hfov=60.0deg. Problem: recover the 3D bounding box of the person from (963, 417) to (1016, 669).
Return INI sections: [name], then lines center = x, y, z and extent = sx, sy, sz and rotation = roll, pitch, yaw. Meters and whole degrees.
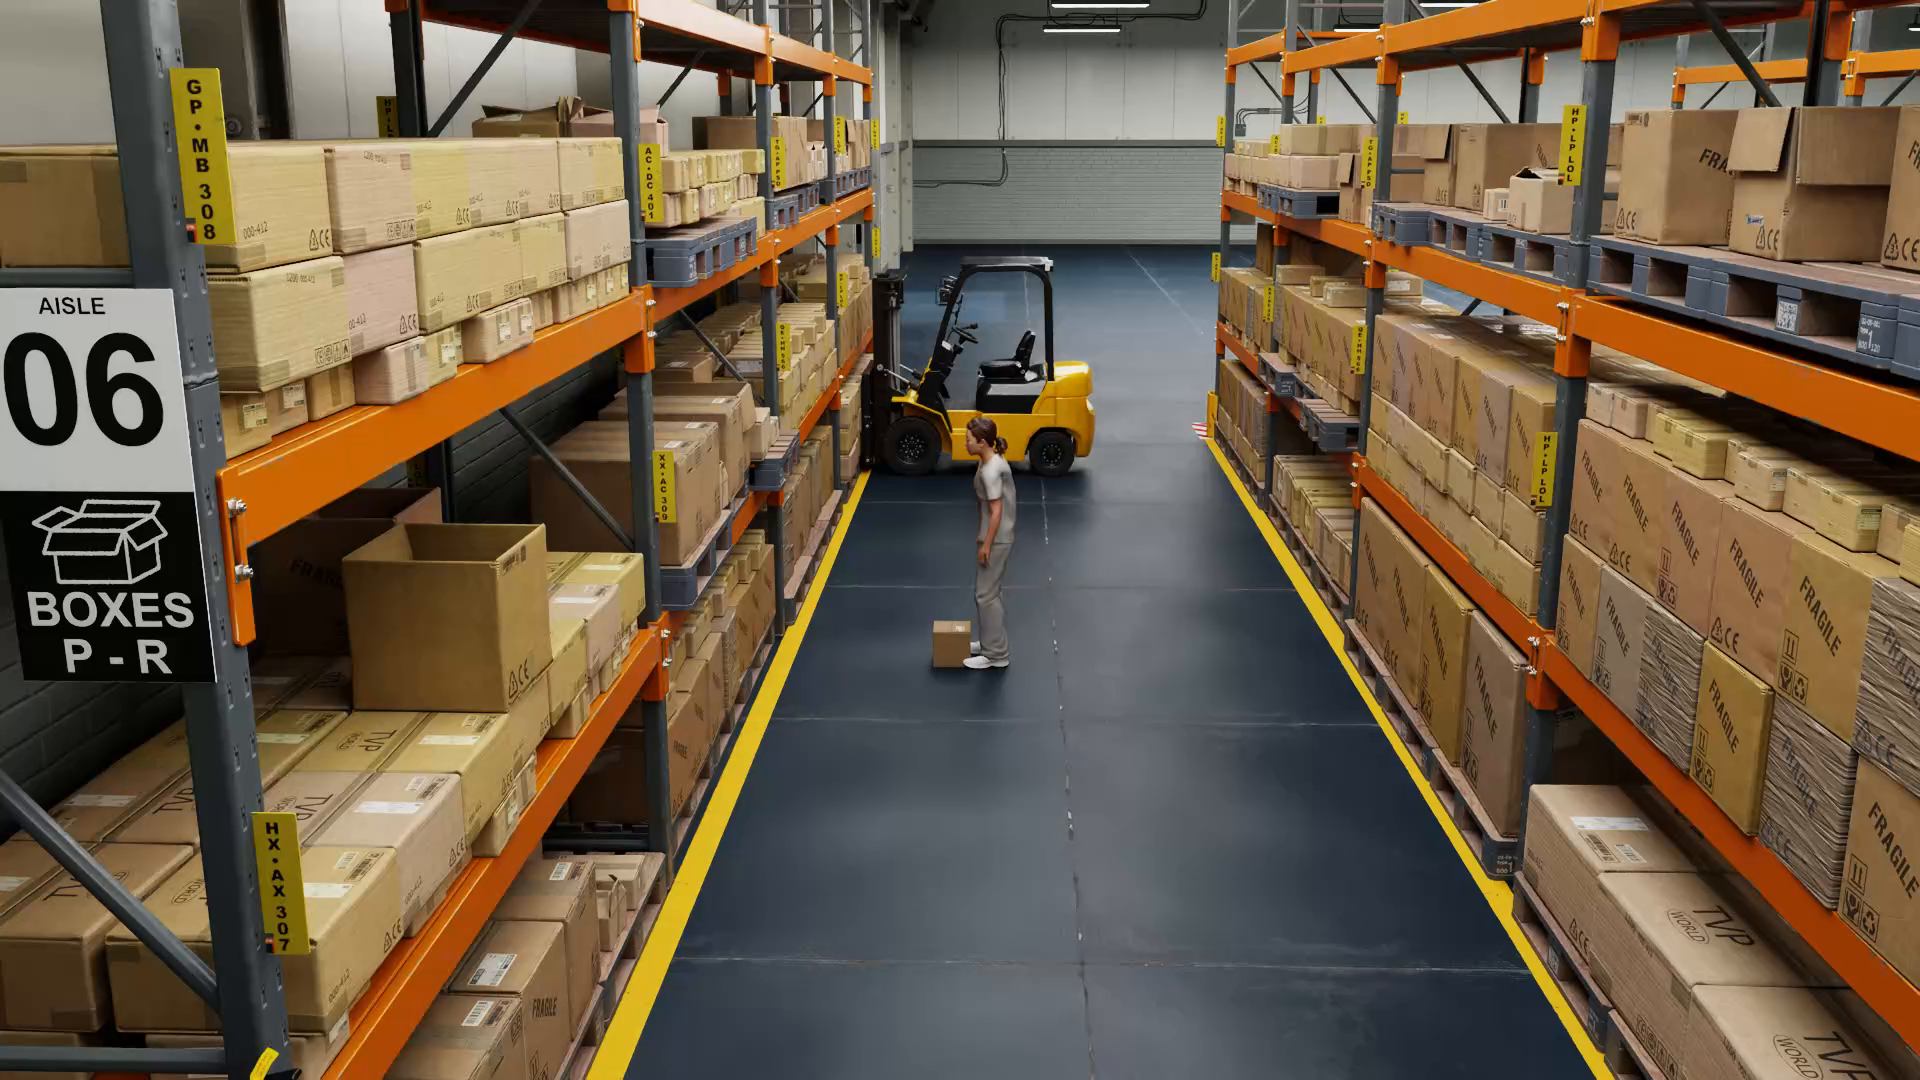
[person]
center = 0.194, 0.007, 10.973
extent = 0.351, 1.673, 0.505
rotation = 0, 14, 0
